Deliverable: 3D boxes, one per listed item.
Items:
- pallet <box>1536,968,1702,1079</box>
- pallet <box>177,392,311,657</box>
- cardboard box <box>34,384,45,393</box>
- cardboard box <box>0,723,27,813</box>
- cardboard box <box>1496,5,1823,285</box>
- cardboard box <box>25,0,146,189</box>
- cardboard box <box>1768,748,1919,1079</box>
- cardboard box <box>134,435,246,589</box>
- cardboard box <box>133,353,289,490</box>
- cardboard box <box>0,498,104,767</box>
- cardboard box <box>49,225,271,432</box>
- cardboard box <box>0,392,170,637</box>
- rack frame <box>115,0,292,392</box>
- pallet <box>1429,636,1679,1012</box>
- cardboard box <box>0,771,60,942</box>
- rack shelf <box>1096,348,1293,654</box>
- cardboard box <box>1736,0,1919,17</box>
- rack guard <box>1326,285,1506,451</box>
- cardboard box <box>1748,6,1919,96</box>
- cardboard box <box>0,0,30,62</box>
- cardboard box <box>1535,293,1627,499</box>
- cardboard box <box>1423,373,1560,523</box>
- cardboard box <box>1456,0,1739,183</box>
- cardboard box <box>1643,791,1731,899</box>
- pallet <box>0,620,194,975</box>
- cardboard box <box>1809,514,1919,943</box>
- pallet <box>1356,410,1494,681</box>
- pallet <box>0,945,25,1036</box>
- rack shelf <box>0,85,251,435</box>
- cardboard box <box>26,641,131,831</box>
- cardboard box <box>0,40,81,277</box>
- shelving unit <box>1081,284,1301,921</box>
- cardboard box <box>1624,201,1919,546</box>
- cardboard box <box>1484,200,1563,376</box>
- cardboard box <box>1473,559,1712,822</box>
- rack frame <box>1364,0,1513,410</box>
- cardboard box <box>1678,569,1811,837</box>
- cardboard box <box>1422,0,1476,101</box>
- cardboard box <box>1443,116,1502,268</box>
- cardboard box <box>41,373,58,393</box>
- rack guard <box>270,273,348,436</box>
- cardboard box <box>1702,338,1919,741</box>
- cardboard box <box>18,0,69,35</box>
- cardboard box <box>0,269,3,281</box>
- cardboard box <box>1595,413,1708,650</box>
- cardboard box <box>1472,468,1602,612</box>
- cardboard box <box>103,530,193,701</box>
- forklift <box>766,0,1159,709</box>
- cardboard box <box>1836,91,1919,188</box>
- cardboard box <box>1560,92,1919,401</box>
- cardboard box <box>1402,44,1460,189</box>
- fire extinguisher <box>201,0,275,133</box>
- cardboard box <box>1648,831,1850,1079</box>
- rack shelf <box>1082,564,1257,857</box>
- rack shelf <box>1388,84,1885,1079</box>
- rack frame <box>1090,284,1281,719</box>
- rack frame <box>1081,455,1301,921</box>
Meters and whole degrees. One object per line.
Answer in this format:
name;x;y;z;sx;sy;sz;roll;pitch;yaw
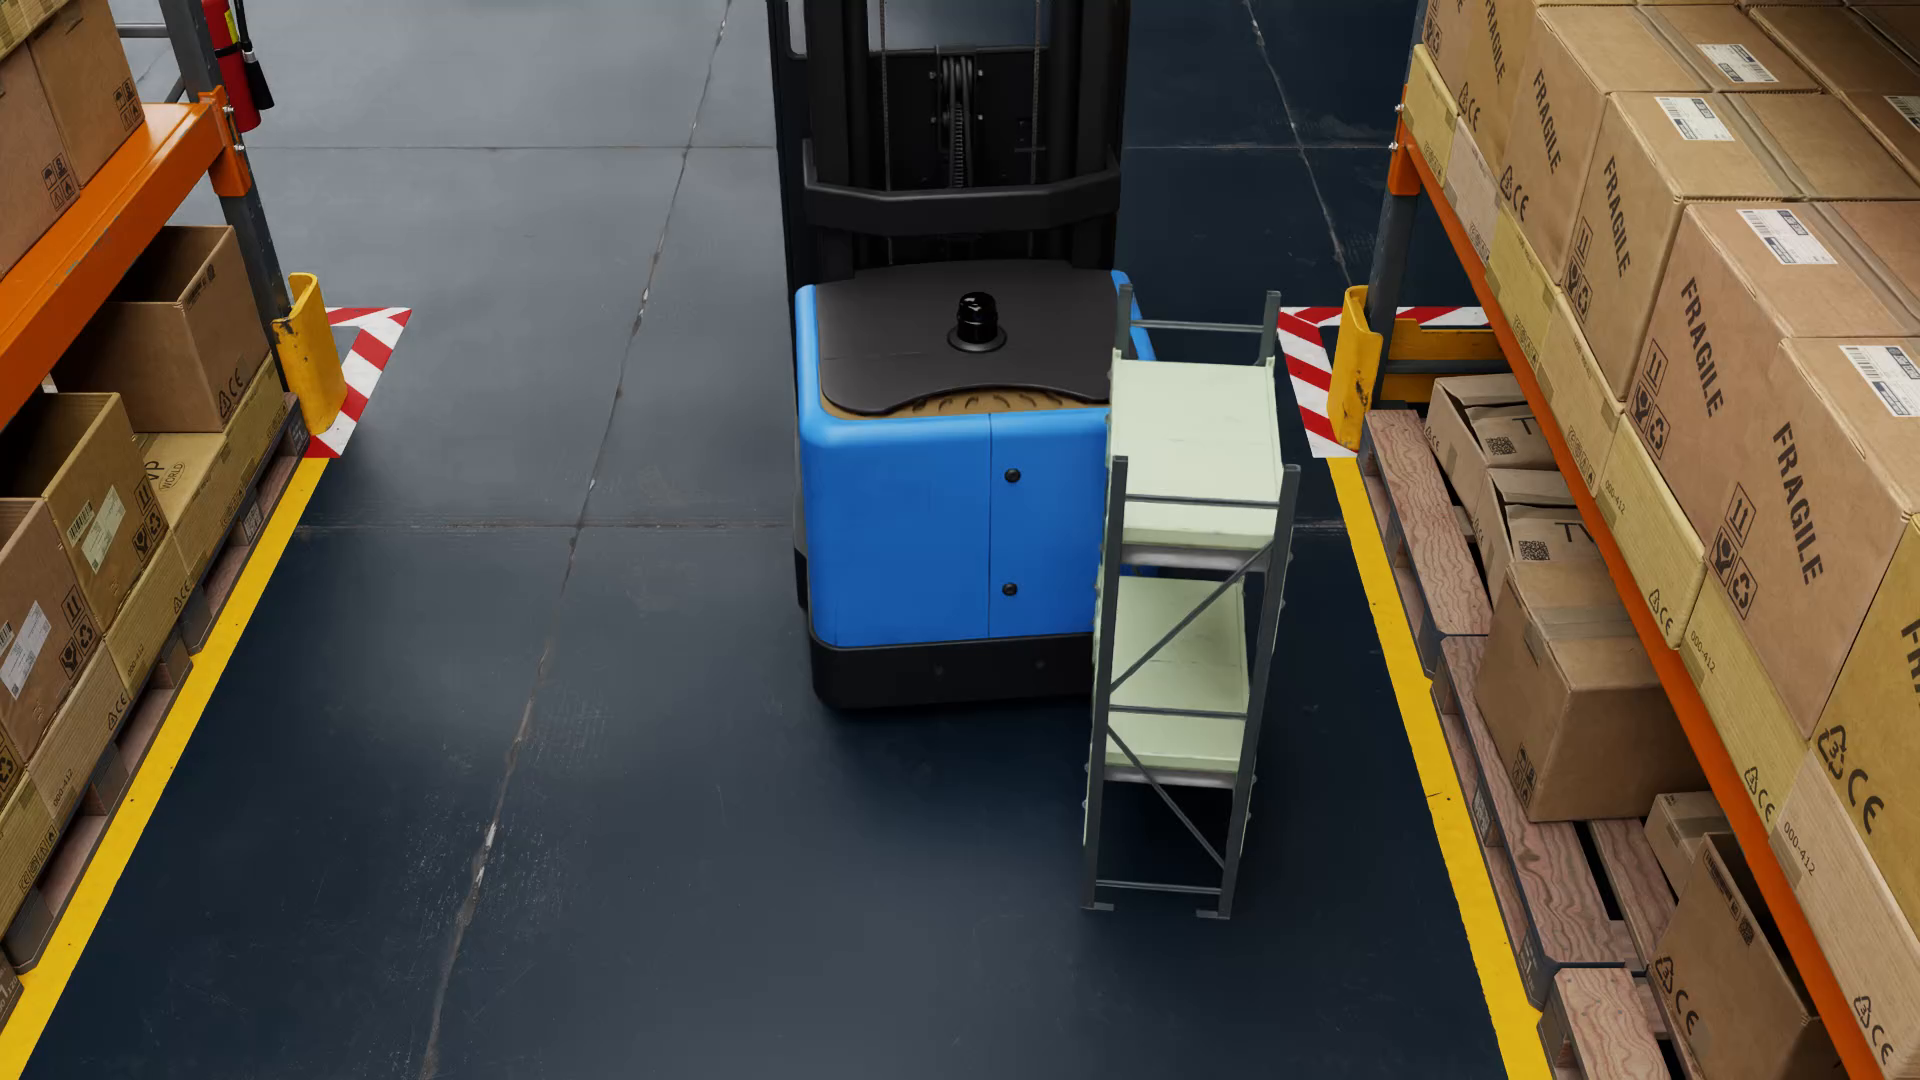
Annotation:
pallet;1.960;1.512;3.694;1.003;0.211;1.213;0;39;0
pallet;-2.919;-0.085;5.687;1.003;0.211;1.213;0;39;0
cardboard box;-3.181;-0.387;5.097;0.500;0.500;0.500;0;39;0
cardboard box;-2.646;0.551;3.927;0.500;0.500;0.500;0;39;0
cardboard box;1.677;-0.968;4.064;0.500;0.500;0.500;-1;39;-2
cardboard box;-2.974;-1.399;5.017;0.700;0.500;0.500;0;39;0
cardboard box;1.693;0.599;2.708;0.500;0.250;0.500;0;39;0
cardboard box;-2.653;-0.095;5.332;0.500;0.250;0.500;0;39;0
cardboard box;-2.666;-0.407;5.723;0.500;0.250;0.500;0;39;0
cardboard box;-2.648;0.238;4.318;0.500;0.500;0.500;0;39;0
cardboard box;-2.663;-0.700;5.488;0.500;0.500;0.500;0;39;0
cardboard box;-2.648;-0.075;4.708;0.500;0.500;0.500;0;39;0
rack frame;-2.962;-1.652;5.412;1.000;3.000;0.127;0;39;0
pallet;1.956;0.747;4.649;1.003;0.211;1.213;0;39;0
cardboard box;-2.645;0.843;4.162;0.500;0.250;0.500;0;39;0
rack shelf;0.561;-0.112;4.066;0.431;0.370;0.720;3;39;4
cardboard box;2.196;-1.290;4.465;0.500;0.500;0.500;0;39;1
rack guard;1.992;-0.635;6.142;1.175;0.500;0.348;0;39;0
cardboard box;2.201;-0.967;4.062;0.500;0.500;0.500;-1;39;-1
cardboard box;-2.769;-1.381;4.476;0.380;0.149;0.250;-1;39;-1
cardboard box;1.683;-0.342;3.882;0.500;0.250;0.500;0;39;0
cardboard box;1.903;-0.347;5.583;0.500;0.311;0.500;-4;39;-5
cardboard box;1.683;-1.292;4.467;0.500;0.500;0.500;0;39;0
cardboard box;2.015;0.785;4.300;0.380;0.149;0.250;-3;39;-4
pallet;-2.920;0.676;4.738;1.003;0.211;1.213;0;39;0
cardboard box;1.687;0.307;2.473;0.500;0.500;0.500;0;39;0
pallet;1.958;-0.014;5.598;1.003;0.211;1.213;0;39;0
pallet;-2.916;1.441;3.783;1.003;0.211;1.213;0;39;0
rack shelf;-2.959;-0.120;4.077;1.077;0.370;4.000;0;39;0
cardboard box;-2.652;0.531;4.552;0.500;0.250;0.500;0;39;0
cardboard box;-2.969;-1.070;4.607;0.700;0.500;0.500;1;39;1
shelving unit;0.561;0.192;4.311;0.431;1.500;0.755;3;39;4
cardboard box;1.691;-0.320;3.255;0.500;0.500;0.500;-1;39;-1
cardboard box;1.685;-0.658;4.276;0.500;0.250;0.500;-1;39;-1
cardboard box;1.854;0.394;4.506;0.700;0.500;0.500;-2;39;-3
rack frame;1.992;-1.657;5.420;1.000;3.000;0.127;0;39;0
cardboard box;1.701;0.287;3.097;0.500;0.250;0.500;0;39;0
cardboard box;1.692;-1.601;4.853;0.500;0.500;0.500;0;39;0
cardboard box;1.690;-0.977;4.674;0.500;0.250;0.500;-1;39;-1
cardboard box;-3.184;-0.407;5.722;0.500;0.250;0.500;0;39;0
rack guard;-2.962;-0.691;6.213;1.175;0.500;0.348;0;39;0
cardboard box;1.681;-0.005;2.862;0.500;0.500;0.500;0;39;0
cardboard box;-2.769;-1.541;4.676;0.380;0.149;0.250;1;39;1
cardboard box;-2.974;-0.760;4.219;0.700;0.500;0.500;0;39;0
cardboard box;1.685;-0.027;3.489;0.500;0.250;0.500;0;39;0
cardboard box;1.903;0.009;5.138;0.500;0.311;0.500;3;39;4
cardboard box;-2.651;0.218;4.942;0.500;0.250;0.500;0;39;0
forklift;-0.056;-1.546;5.336;1.130;2.935;3.031;-3;39;-4
cardboard box;2.201;-0.652;3.669;0.500;0.500;0.500;0;39;1
cardboard box;1.689;-0.646;3.661;0.500;0.500;0.500;1;39;1
cardboard box;1.675;-1.301;5.079;0.500;0.250;0.500;-1;39;-1
fire extinguisher;-2.497;-1.696;5.529;0.296;0.674;0.183;0;39;0
cardboard box;1.955;0.999;3.752;0.500;0.500;0.500;-3;39;-3
rack shelf;0.561;0.447;4.514;0.431;0.370;0.720;3;39;4
rack shelf;1.994;-0.126;4.084;1.077;0.370;4.000;0;39;0
rack frame;0.595;-0.035;4.595;0.400;1.500;0.023;3;39;4
rack frame;0.527;0.420;4.026;0.400;1.500;0.023;3;39;4
